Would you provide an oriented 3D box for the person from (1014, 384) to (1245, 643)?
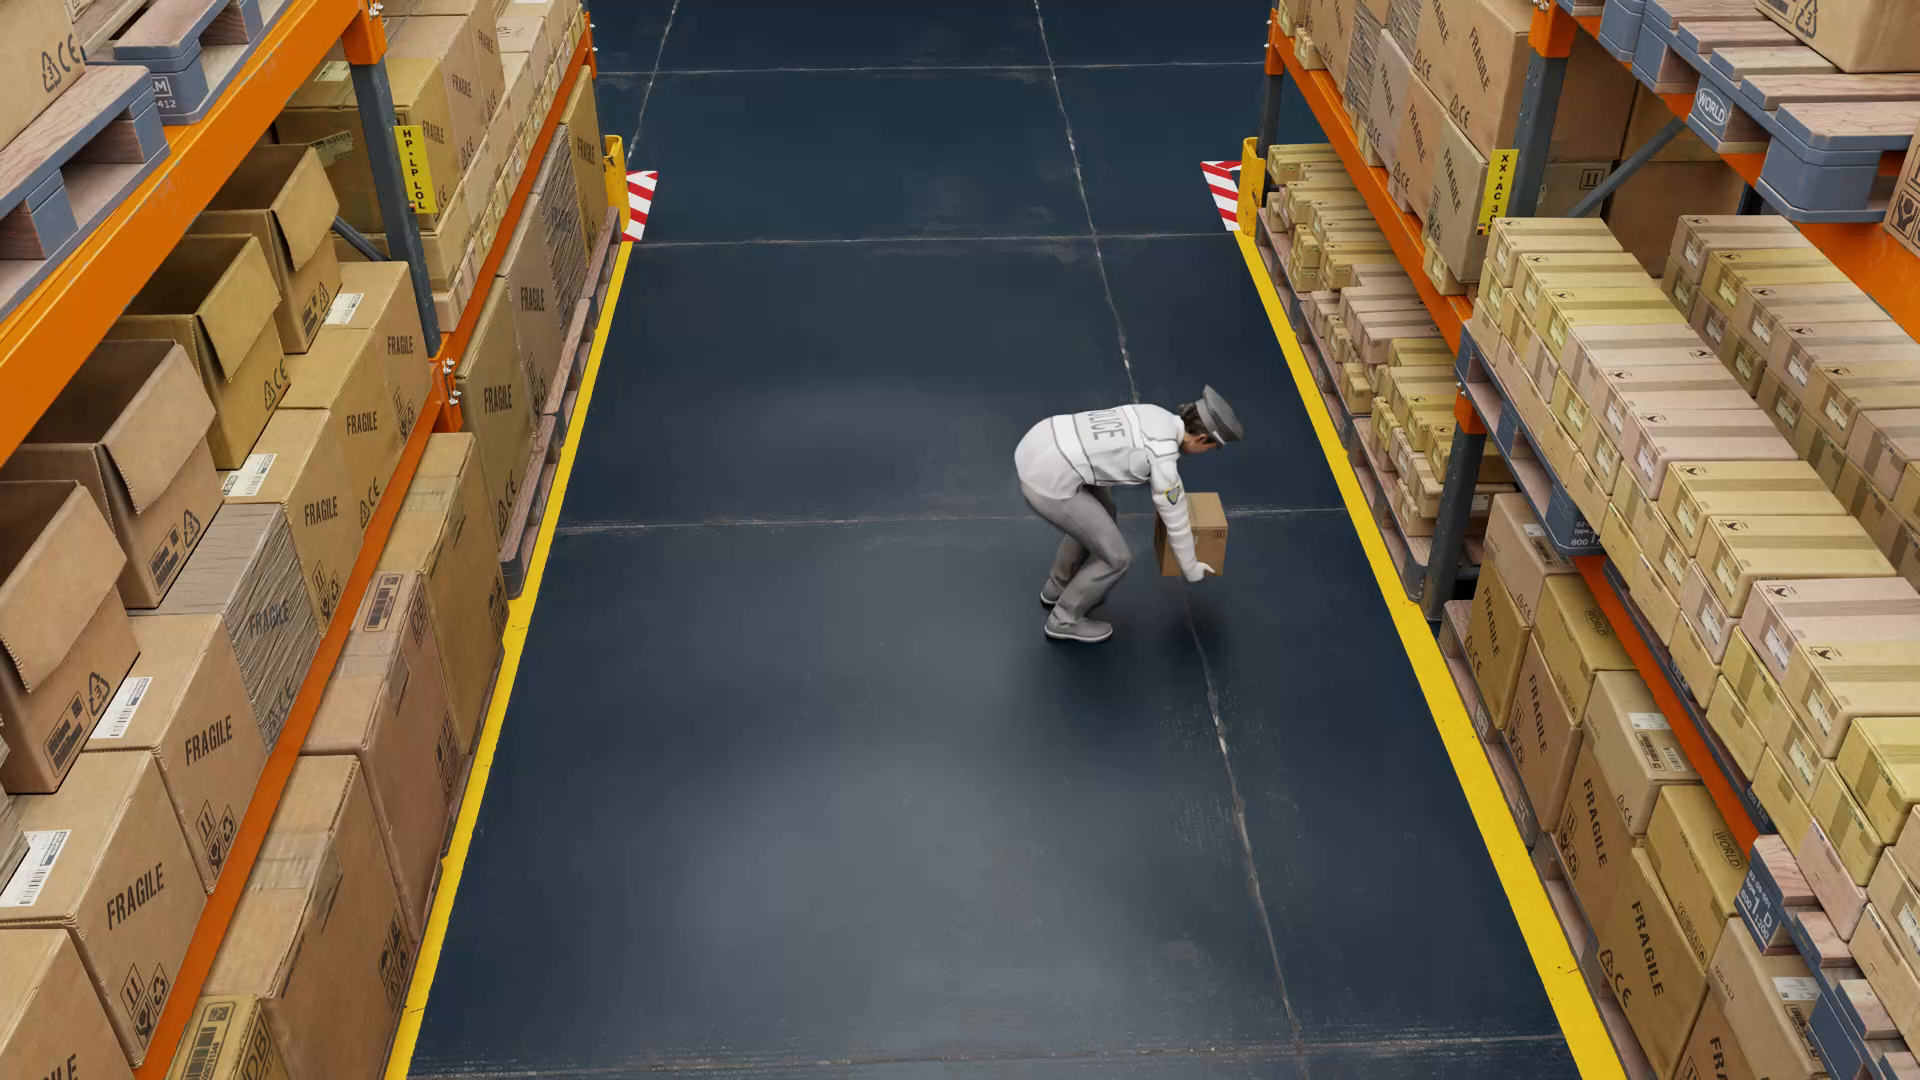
[{"bbox_3d":[0.681,-0.118,6.815,0.920,1.084,0.451,-3,36,-4],"label":"person"}]
